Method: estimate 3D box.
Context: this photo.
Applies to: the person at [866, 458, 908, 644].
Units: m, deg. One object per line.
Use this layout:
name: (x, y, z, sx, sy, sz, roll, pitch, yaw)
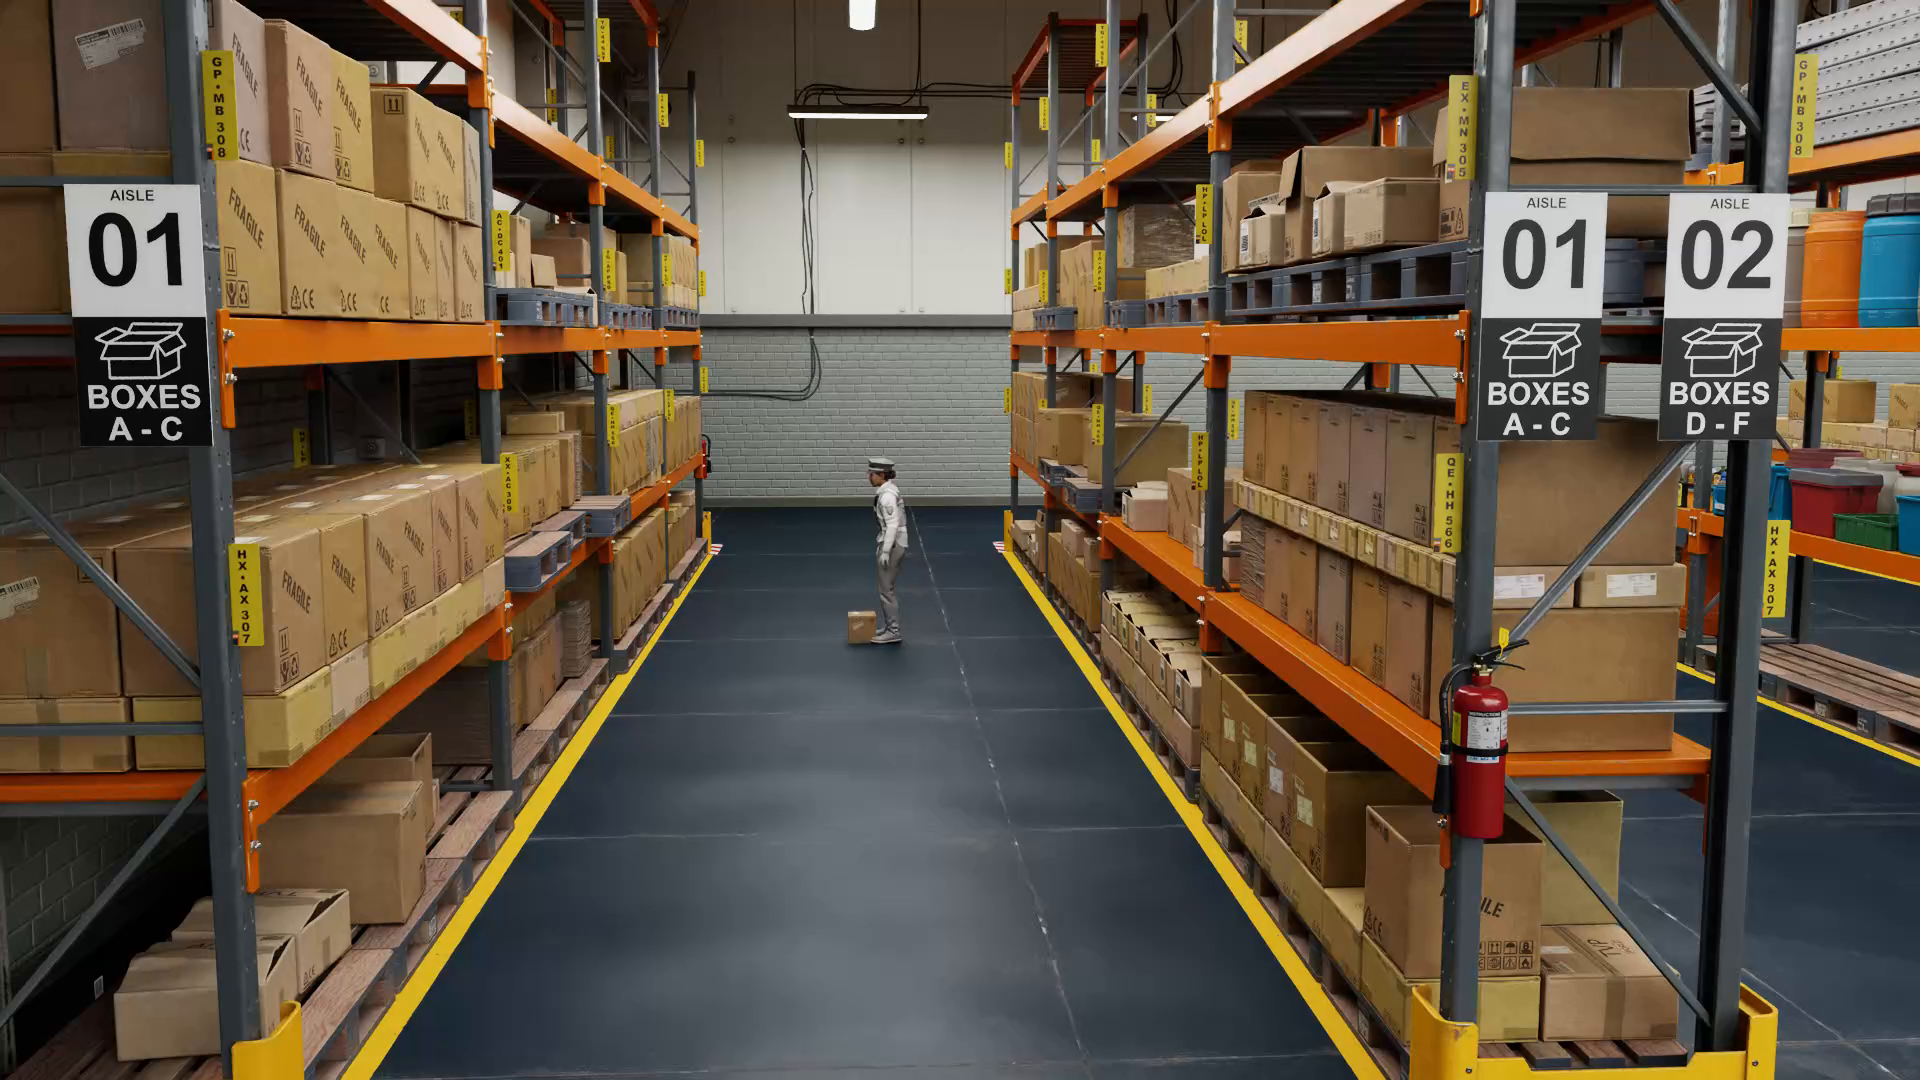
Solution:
person: (-0.656, 0.090, 15.007, 0.378, 1.663, 0.537, -1, 7, -5)
